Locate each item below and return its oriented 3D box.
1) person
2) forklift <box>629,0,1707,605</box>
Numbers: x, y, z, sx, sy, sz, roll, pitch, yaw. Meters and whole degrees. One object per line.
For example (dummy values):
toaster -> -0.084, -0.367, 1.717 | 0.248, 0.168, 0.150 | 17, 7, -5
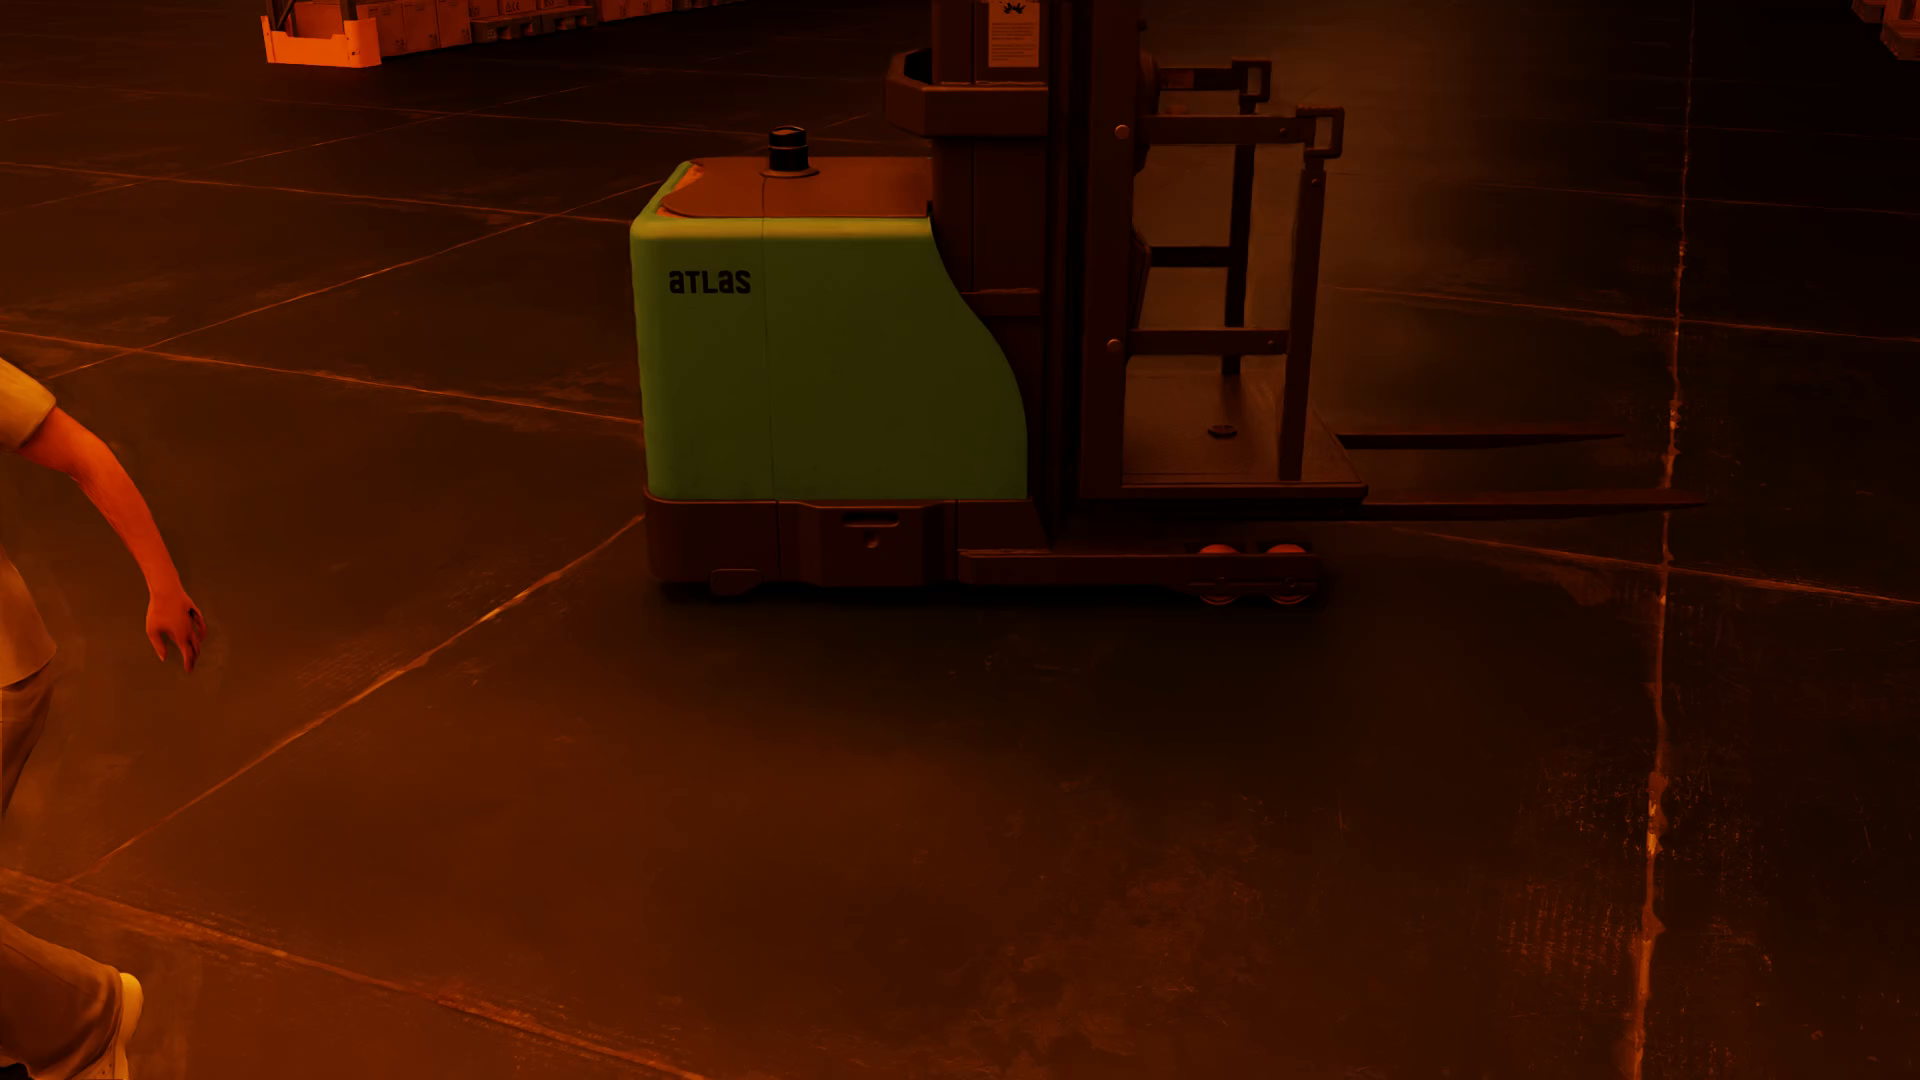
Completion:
person -> -1.589, 0.235, 2.484 | 0.666, 1.587, 0.601 | 5, 23, 13
forklift -> 0.631, -1.376, 4.584 | 3.031, 2.935, 1.130 | 0, 23, -1
